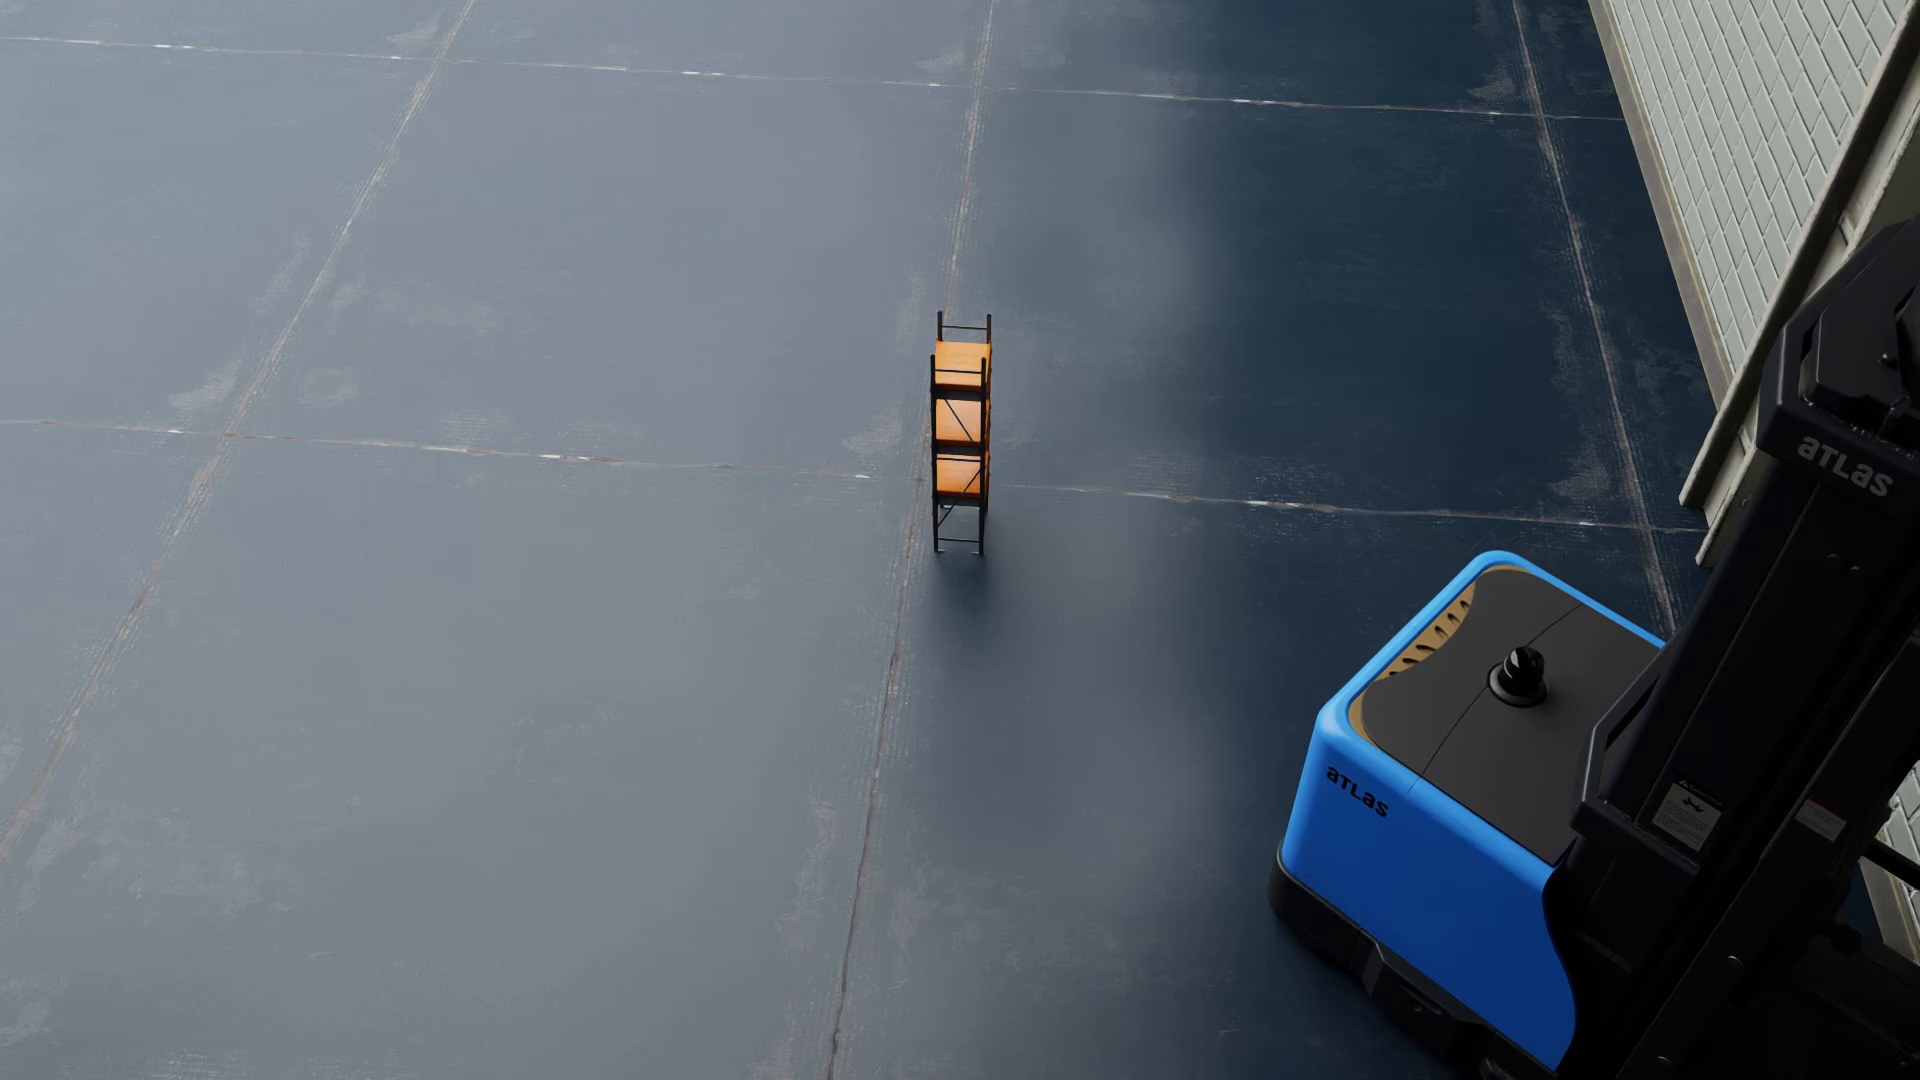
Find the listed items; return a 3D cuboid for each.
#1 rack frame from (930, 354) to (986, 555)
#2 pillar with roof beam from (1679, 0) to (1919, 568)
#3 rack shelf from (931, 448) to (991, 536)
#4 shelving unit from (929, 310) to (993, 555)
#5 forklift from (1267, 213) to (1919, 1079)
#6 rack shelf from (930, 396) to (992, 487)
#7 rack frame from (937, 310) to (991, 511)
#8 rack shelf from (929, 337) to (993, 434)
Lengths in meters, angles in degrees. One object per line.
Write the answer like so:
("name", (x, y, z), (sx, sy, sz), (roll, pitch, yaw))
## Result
("rack frame", (-0.006, -0.304, 6.342), (0.200, 1.050, 0.008), (4, 48, 4))
("pillar with roof beam", (-1.151, -3.356, 3.747), (9.100, 9.000, 0.400), (4, 48, 4))
("rack shelf", (0.005, -0.199, 6.637), (0.215, 0.259, 0.240), (4, 48, 4))
("shelving unit", (0.005, -0.394, 6.424), (0.215, 1.050, 0.252), (4, 48, 4))
("forklift", (2.439, 0.756, 4.098), (3.031, 2.935, 1.130), (36, 57, 28))
("rack shelf", (0.005, -0.387, 6.432), (0.215, 0.259, 0.240), (4, 48, 4))
("rack frame", (0.016, -0.483, 6.506), (0.200, 1.050, 0.008), (4, 48, 4))
("rack shelf", (0.005, -0.578, 6.223), (0.215, 0.259, 0.240), (4, 48, 4))
